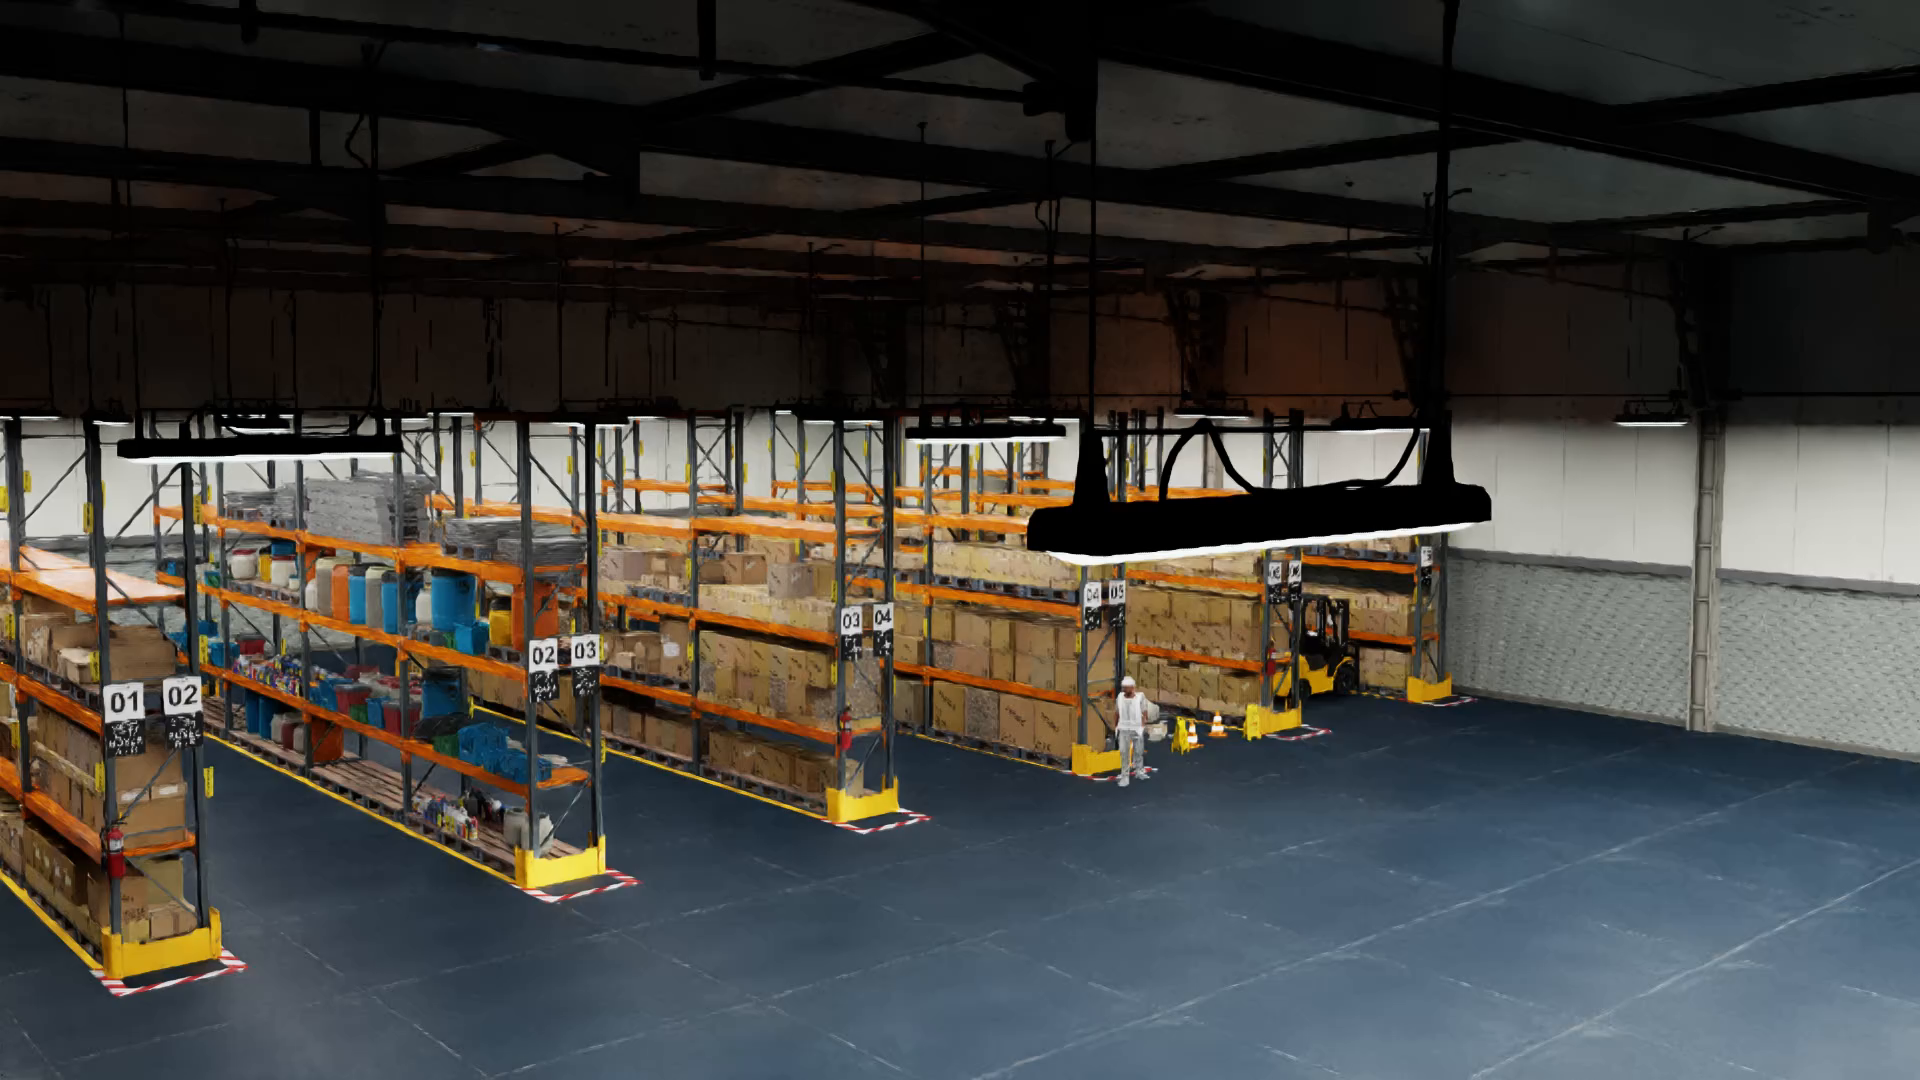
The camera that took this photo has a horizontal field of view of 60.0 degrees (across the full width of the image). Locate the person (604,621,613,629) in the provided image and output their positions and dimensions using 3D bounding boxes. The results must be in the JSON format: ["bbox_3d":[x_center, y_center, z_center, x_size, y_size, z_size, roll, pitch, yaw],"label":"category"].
[{"bbox_3d":[-7.248,2.474,34.224,0.540,1.676,1.130,-5,7,-43],"label":"person"}]

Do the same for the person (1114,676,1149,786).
[{"bbox_3d":[2.779,3.079,27.012,0.571,1.781,0.714,1,5,16],"label":"person"}]

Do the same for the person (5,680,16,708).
[{"bbox_3d":[-17.920,2.692,31.288,0.515,1.791,0.648,-3,6,-28],"label":"person"}]
